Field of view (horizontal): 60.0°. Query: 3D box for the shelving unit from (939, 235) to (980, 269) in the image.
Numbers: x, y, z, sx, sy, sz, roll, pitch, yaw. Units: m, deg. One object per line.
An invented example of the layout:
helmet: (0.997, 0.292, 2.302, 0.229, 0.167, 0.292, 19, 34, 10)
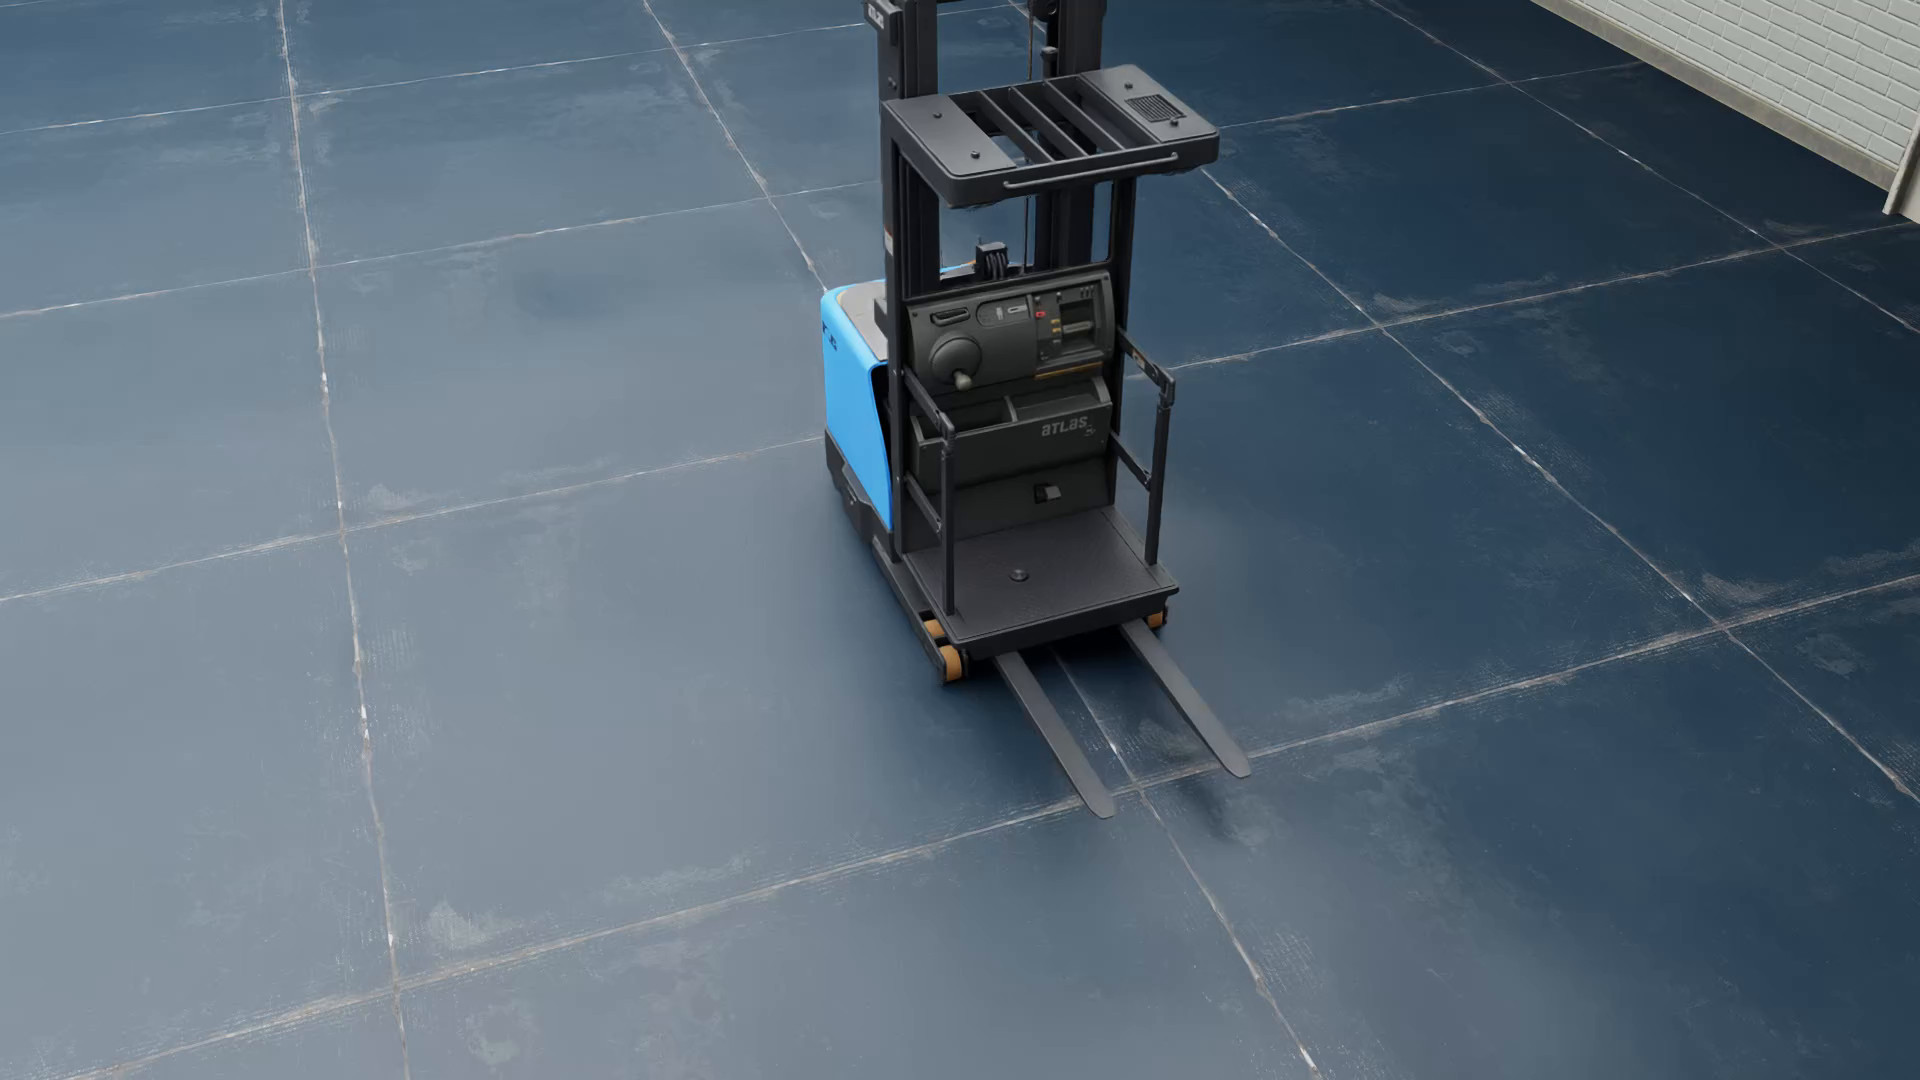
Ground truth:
shelving unit: (0.046, -1.081, 8.873, 0.252, 1.050, 0.215, -22, 42, -26)

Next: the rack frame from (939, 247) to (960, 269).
rack frame: (-0.056, -1.041, 8.819, 0.008, 1.050, 0.200, -22, 42, -26)

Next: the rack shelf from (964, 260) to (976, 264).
rack shelf: (0.046, -1.299, 8.709, 0.240, 0.259, 0.215, -22, 42, -26)

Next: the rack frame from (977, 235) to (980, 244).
rack frame: (0.147, -1.122, 8.927, 0.008, 1.050, 0.200, -22, 42, -26)

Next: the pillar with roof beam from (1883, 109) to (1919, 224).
pillar with roof beam: (2.417, -4.852, 7.272, 9.100, 9.000, 0.400, -12, 39, -16)

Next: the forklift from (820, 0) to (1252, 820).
forklift: (0.310, -0.823, 6.967, 1.130, 2.935, 3.031, -13, 39, -17)
